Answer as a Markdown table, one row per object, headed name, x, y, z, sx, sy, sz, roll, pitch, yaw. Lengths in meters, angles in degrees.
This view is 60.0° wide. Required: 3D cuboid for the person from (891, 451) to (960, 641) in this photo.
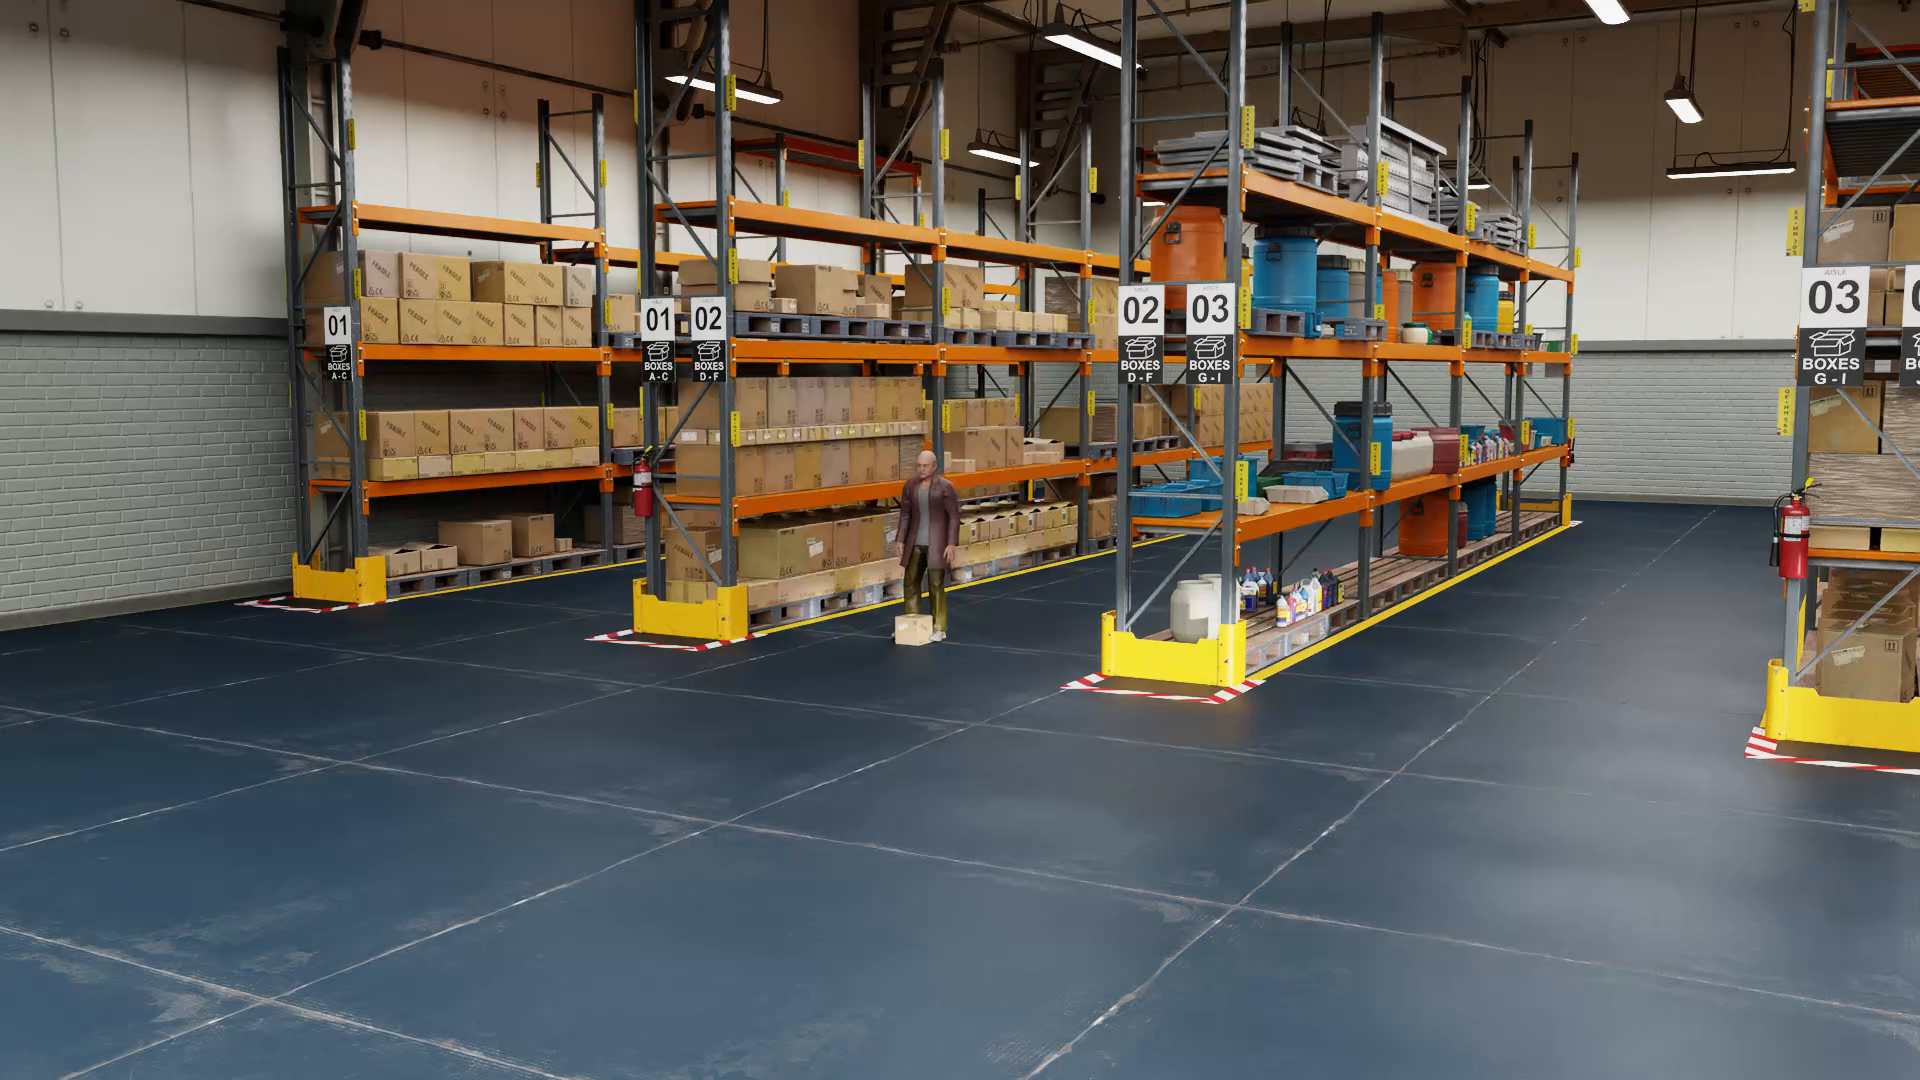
| name | x | y | z | sx | sy | sz | roll | pitch | yaw |
| --- | --- | --- | --- | --- | --- | --- | --- | --- | --- |
| person | -0.306 | 0.050 | 15.568 | 0.656 | 1.774 | 0.418 | 3 | 6 | 26 |
